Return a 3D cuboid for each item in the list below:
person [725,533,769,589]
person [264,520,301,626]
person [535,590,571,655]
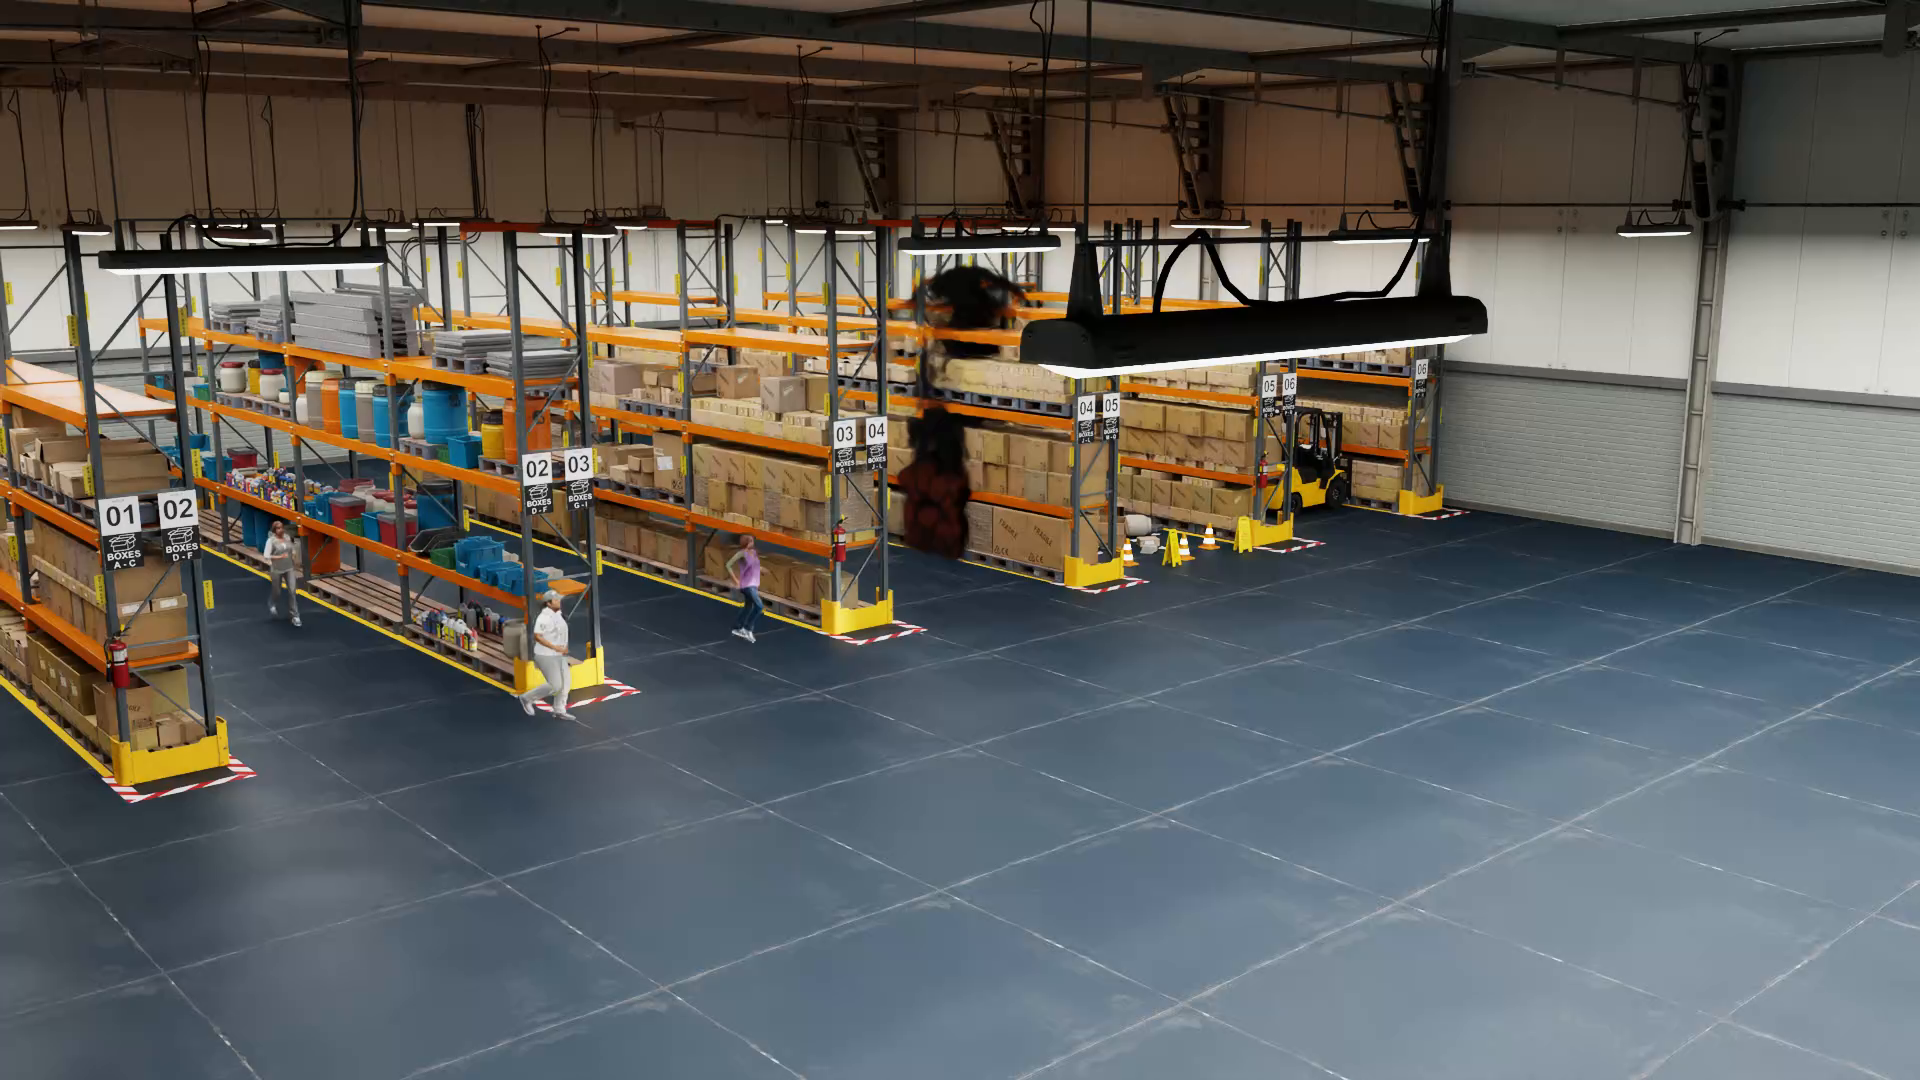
[{"bbox_3d":[-3.055,0.308,24.269,0.605,0.804,0.510,4,12,20],"label":"person"},{"bbox_3d":[-10.333,0.481,25.355,0.539,1.583,0.894,-10,15,-41],"label":"person"},{"bbox_3d":[-5.030,1.037,20.628,0.390,0.845,0.639,1,11,6],"label":"person"}]
